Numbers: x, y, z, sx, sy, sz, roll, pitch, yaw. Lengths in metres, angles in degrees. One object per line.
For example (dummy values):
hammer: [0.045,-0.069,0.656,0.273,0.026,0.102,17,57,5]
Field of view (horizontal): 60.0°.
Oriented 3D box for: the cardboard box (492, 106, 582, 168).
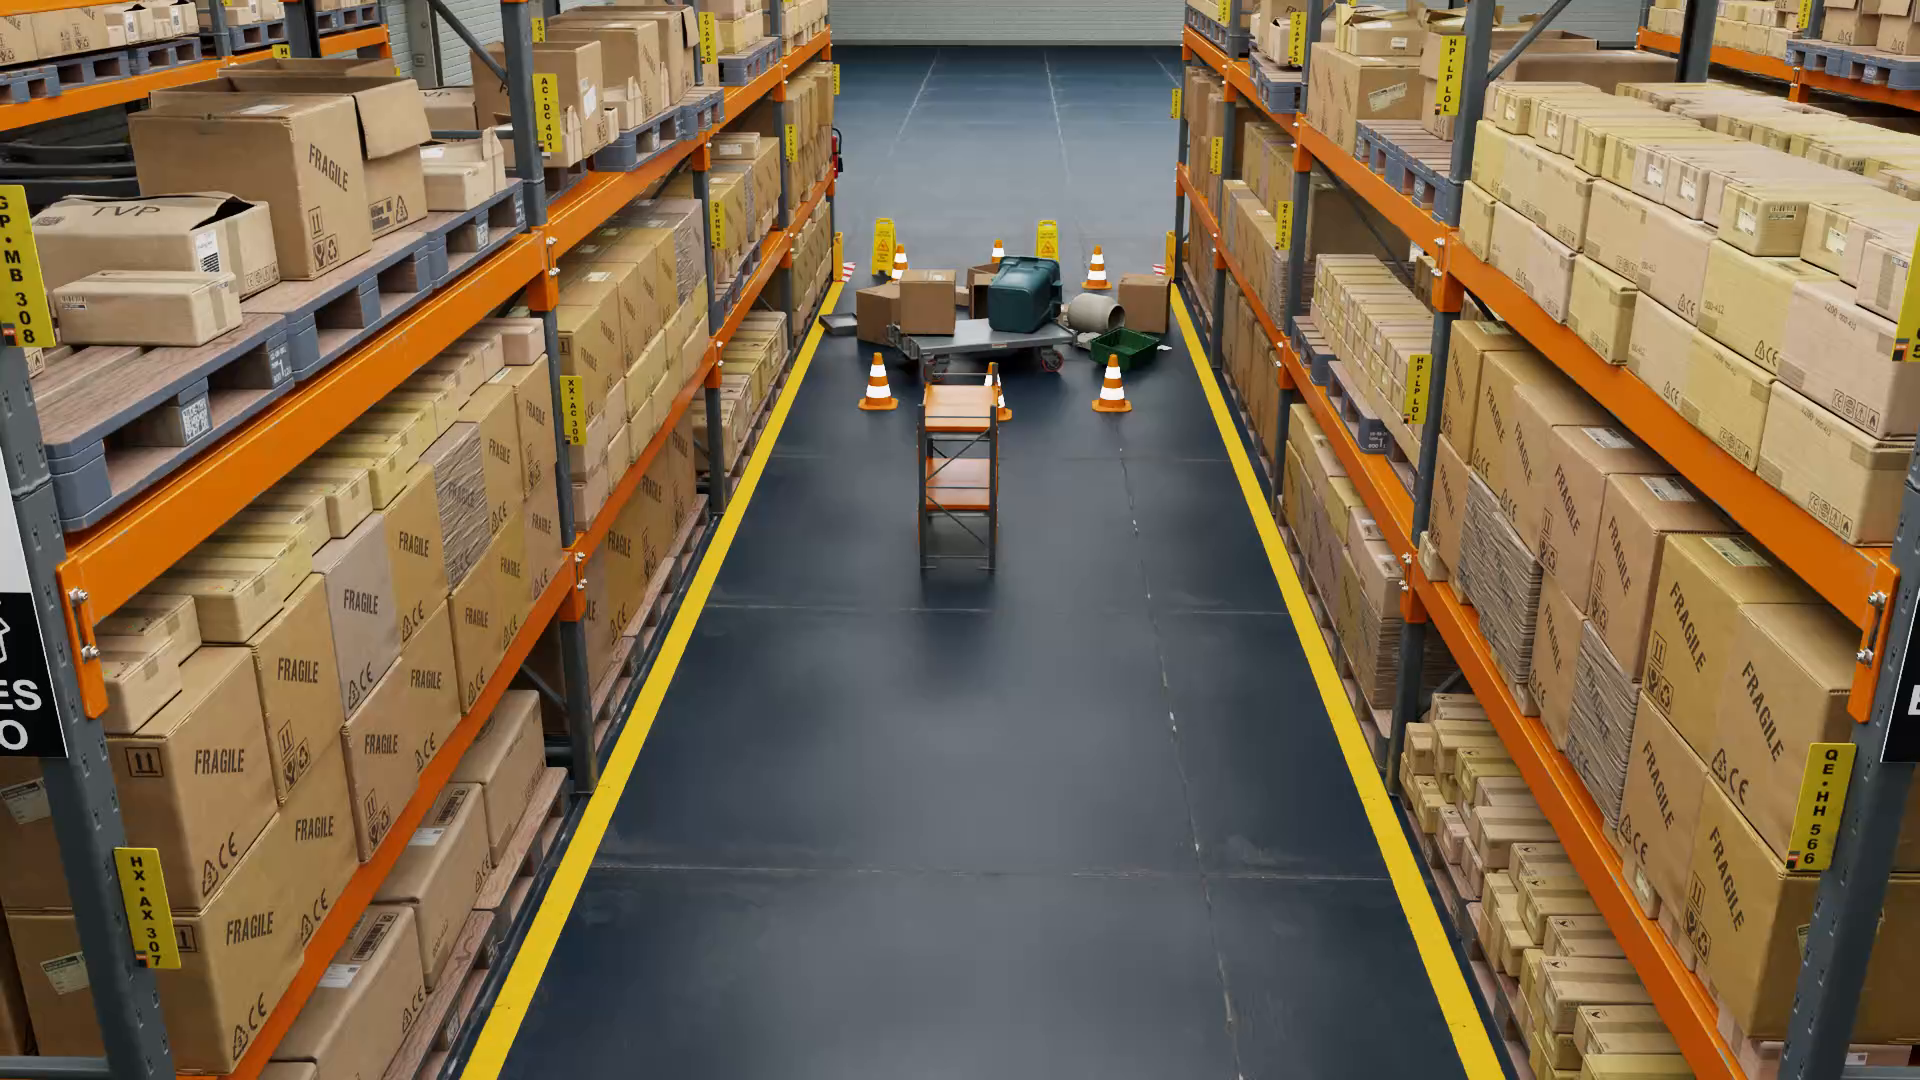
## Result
cardboard box: [-1.956,-1.865,7.647,0.396,0.266,0.258,0,21,1]

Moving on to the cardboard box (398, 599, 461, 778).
cardboard box: [-2.121,0.525,5.891,0.500,0.500,0.500,1,21,3]

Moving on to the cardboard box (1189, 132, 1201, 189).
cardboard box: [2.892,-4.012,17.515,0.875,0.550,0.550,1,21,2]

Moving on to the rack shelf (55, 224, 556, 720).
rack shelf: [-2.381,-0.496,5.508,1.077,0.370,4.000,1,21,2]

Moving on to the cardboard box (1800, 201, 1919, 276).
cardboard box: [2.337,-0.744,4.117,0.380,0.149,0.250,0,21,0]

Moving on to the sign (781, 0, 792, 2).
sign: [-1.522,-4.867,14.520,0.100,0.325,0.005,1,21,2]

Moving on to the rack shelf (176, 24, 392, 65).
rack shelf: [-6.978,-4.888,16.828,1.077,0.370,4.000,1,21,2]

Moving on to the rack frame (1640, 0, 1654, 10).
rack frame: [7.950,-7.183,17.601,1.000,3.000,0.127,1,21,2]

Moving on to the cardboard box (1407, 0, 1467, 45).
cardboard box: [2.999,-3.237,10.382,0.396,0.266,0.258,1,21,2]

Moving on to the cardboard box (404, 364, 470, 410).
cardboard box: [-2.135,-0.580,6.461,0.380,0.149,0.250,0,21,1]

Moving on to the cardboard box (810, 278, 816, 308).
cardboard box: [-1.771,-2.558,17.195,0.500,0.250,0.500,0,21,1]

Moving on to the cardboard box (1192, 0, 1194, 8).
cardboard box: [2.649,-5.698,17.548,0.380,0.149,0.250,1,21,2]

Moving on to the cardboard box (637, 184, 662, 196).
cardboard box: [-2.458,-2.338,12.278,0.500,0.500,0.500,0,21,1]

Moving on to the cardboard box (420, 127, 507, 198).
cardboard box: [-2.020,-1.500,6.568,0.396,0.266,0.258,1,21,3]

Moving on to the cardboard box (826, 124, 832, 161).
cardboard box: [-1.697,-4.481,18.381,0.500,0.500,0.500,0,21,1]

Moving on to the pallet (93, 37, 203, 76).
pallet: [-7.053,-4.092,14.046,0.805,0.209,1.217,0,21,-1]

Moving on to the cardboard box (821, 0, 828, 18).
cardboard box: [-1.702,-5.774,17.913,0.500,0.250,0.500,0,21,1]

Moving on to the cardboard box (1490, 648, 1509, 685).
cardboard box: [2.318,0.458,6.550,0.380,0.149,0.250,1,21,3]

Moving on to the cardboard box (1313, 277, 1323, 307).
cardboard box: [2.537,-1.629,10.937,0.380,0.149,0.250,2,21,4]

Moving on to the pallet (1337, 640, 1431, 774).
pallet: [2.652,0.880,8.968,1.003,0.211,1.213,1,21,2]

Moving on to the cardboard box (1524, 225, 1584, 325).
cardboard box: [2.311,-0.933,5.847,0.500,0.250,0.500,2,21,4]

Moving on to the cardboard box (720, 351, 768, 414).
cardboard box: [-2.129,-1.318,13.832,0.950,0.372,0.625,1,21,3]

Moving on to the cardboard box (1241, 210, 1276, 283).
cardboard box: [2.540,-2.343,13.283,0.500,0.500,0.500,1,21,2]

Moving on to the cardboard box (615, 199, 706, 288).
cardboard box: [-1.953,-1.925,10.824,0.500,0.500,0.500,0,21,0]

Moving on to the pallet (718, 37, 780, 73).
pallet: [-2.202,-4.137,14.158,1.213,0.211,1.003,1,21,2]

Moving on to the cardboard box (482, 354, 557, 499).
cardboard box: [-2.059,-0.495,7.138,0.500,0.500,0.500,0,21,1]

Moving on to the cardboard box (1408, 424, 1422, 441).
cardboard box: [2.452,-0.597,8.276,0.380,0.149,0.250,1,21,2]

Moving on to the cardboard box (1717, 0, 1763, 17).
cardboard box: [7.676,-5.243,16.403,0.380,0.149,0.250,0,21,1]

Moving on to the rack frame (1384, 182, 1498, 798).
rack frame: [2.630,-0.138,7.738,1.000,3.000,0.127,1,21,2]

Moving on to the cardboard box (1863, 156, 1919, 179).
cardboard box: [2.866,-1.020,4.829,0.380,0.149,0.250,1,21,3]

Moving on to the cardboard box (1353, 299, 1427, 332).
cardboard box: [2.506,-1.300,9.678,0.380,0.149,0.250,1,21,3]

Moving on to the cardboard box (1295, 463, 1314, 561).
cardboard box: [2.464,-0.180,10.721,0.500,0.500,0.500,1,21,2]

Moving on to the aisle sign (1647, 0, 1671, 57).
aisle sign: [7.652,-5.624,18.282,0.394,0.787,0.004,1,21,2]

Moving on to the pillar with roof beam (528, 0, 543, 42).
pillar with roof beam: [-3.171,-11.395,28.456,9.100,9.000,0.400,1,21,2]

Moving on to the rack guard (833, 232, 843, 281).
rack guard: [-1.958,-3.302,19.348,1.175,0.500,0.348,1,21,2]

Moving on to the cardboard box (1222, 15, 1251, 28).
cardboard box: [2.565,-4.690,14.951,0.380,0.149,0.250,1,21,1]

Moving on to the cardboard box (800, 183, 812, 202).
cardboard box: [-1.699,-3.504,16.761,0.380,0.149,0.250,1,21,2]

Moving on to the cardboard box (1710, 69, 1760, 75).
cardboard box: [8.171,-4.655,17.447,0.500,0.500,0.500,1,21,2]

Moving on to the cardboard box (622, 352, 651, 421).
cardboard box: [-1.996,-0.846,9.079,0.500,0.250,0.500,1,21,2]

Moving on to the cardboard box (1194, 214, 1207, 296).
cardboard box: [3.016,-3.118,17.775,0.875,0.875,0.875,0,21,1]

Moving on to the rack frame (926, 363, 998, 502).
rack frame: [0.015,-0.706,11.793,0.500,1.125,0.032,1,21,2]

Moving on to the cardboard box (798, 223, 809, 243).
cardboard box: [-1.712,-3.055,16.544,0.380,0.149,0.250,1,21,4]

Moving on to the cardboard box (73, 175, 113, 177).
cardboard box: [-7.320,-3.047,14.200,0.380,0.149,0.250,0,21,1]

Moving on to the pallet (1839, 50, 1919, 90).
pallet: [7.674,-3.653,12.911,1.213,0.211,1.003,1,21,2]

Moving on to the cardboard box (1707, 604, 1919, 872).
cardboard box: [2.274,0.488,4.192,0.500,0.500,0.500,0,21,1]

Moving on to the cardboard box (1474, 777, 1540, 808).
cardboard box: [2.401,1.126,7.020,0.380,0.149,0.250,0,21,0]

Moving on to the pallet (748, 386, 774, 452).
pallet: [-2.134,-1.025,13.878,1.003,0.211,1.213,1,21,2]

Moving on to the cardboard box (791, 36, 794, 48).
cardboard box: [-1.795,-4.811,15.983,0.380,0.149,0.250,0,21,0]

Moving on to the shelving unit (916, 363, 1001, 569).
shelving unit: [0.000,-0.522,11.319,0.538,1.125,1.048,1,21,2]

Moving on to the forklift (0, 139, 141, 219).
forklift: [-4.734,-0.923,9.855,1.130,2.935,3.031,0,21,1]

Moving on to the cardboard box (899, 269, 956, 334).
cardboard box: [-0.297,-2.228,15.532,0.500,0.500,0.500,1,21,2]

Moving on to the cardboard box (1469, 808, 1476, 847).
cardboard box: [2.399,1.263,7.078,0.380,0.149,0.250,0,21,-1]

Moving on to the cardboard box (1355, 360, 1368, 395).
cardboard box: [2.489,-0.930,9.546,0.380,0.149,0.250,0,21,0]

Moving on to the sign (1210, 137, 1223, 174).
sign: [2.319,-3.477,15.037,0.100,0.325,0.005,1,21,2]

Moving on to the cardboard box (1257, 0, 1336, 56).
cardboard box: [2.525,-3.903,12.439,0.500,0.500,0.500,1,21,2]

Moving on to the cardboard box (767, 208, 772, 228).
cardboard box: [-1.815,-2.749,14.235,0.380,0.149,0.250,0,21,1]

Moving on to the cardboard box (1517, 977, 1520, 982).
cardboard box: [2.368,1.689,6.391,0.380,0.149,0.250,1,21,3]

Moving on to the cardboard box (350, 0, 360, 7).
cardboard box: [-6.639,-5.769,17.732,0.380,0.149,0.250,0,21,0]
